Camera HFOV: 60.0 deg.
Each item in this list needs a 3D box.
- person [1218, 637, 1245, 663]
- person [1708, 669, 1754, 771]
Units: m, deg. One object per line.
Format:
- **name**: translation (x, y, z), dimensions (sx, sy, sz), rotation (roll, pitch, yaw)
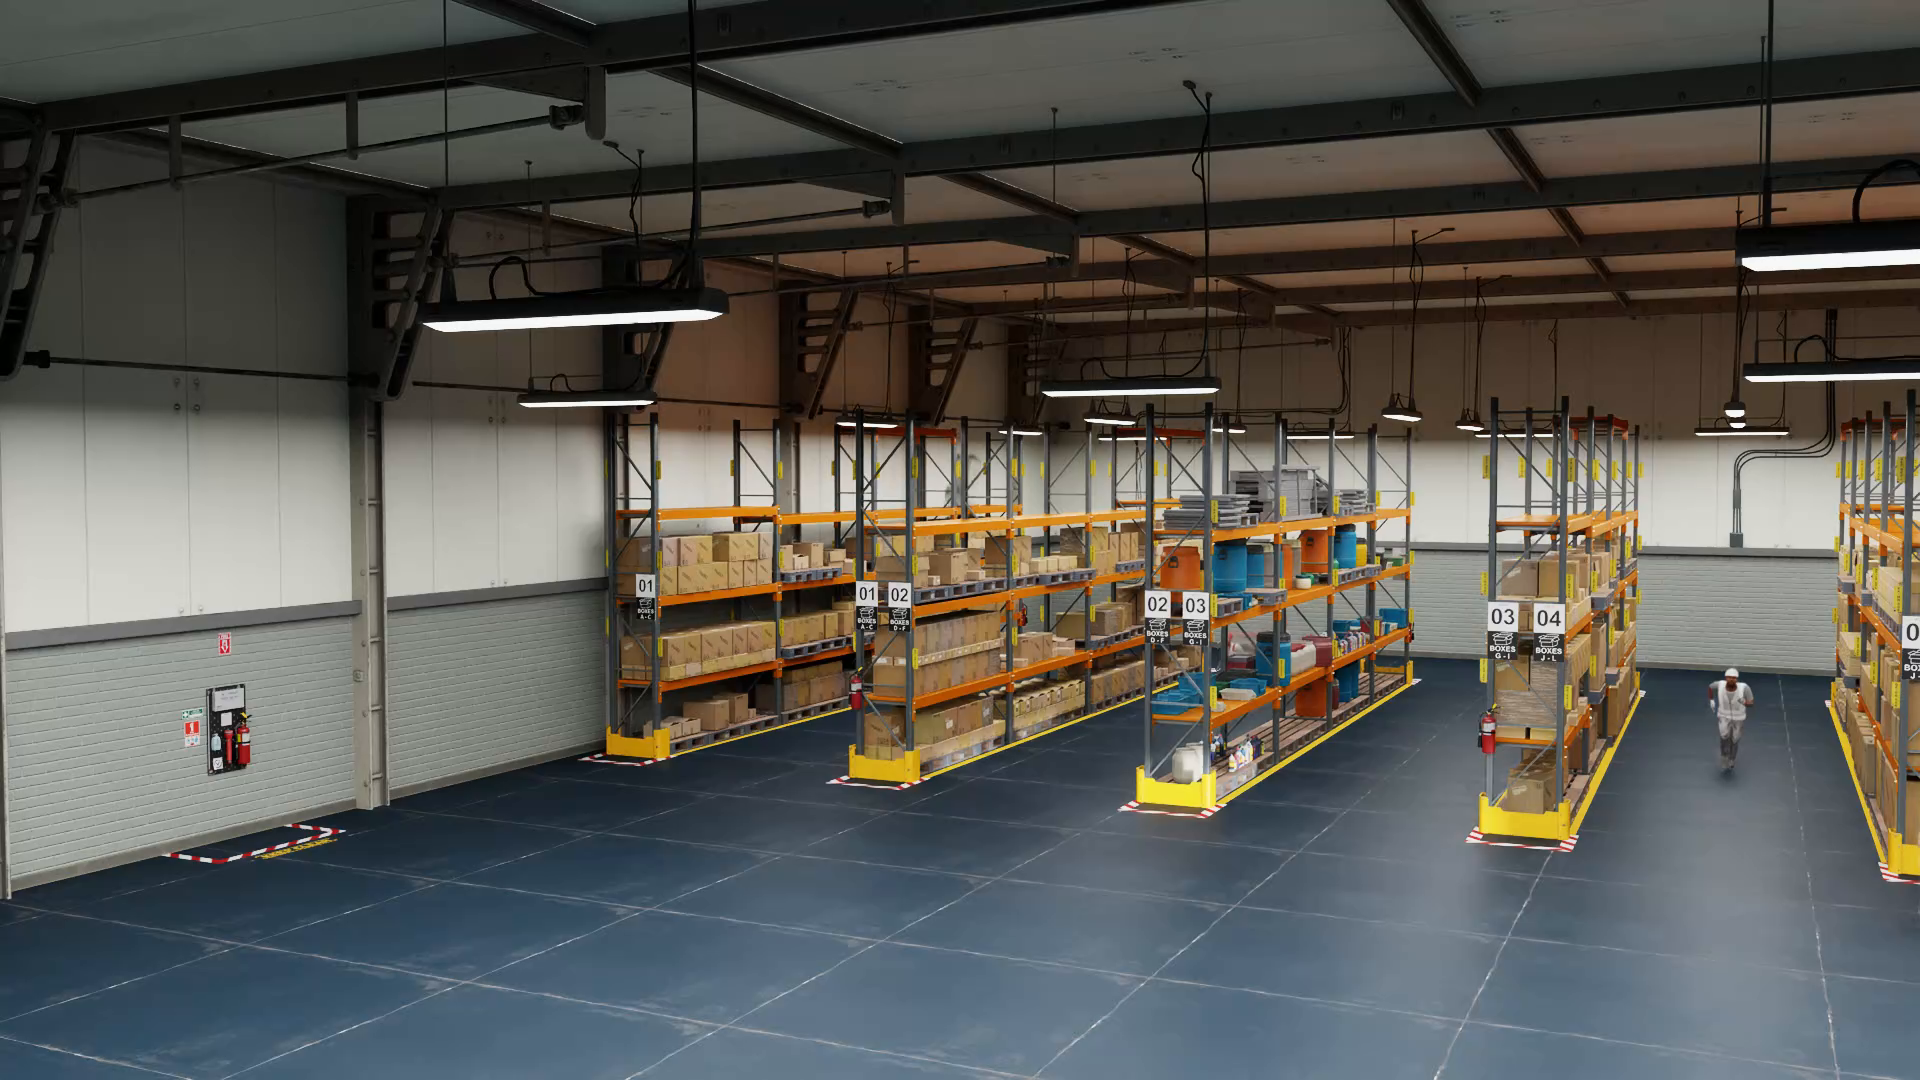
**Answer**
- **person**: translation (5.503, 2.735, 33.620), dimensions (0.659, 1.725, 1.139), rotation (1, 3, 29)
- **person**: translation (12.754, 2.963, 27.529), dimensions (0.666, 1.710, 0.915), rotation (1, 3, 21)
